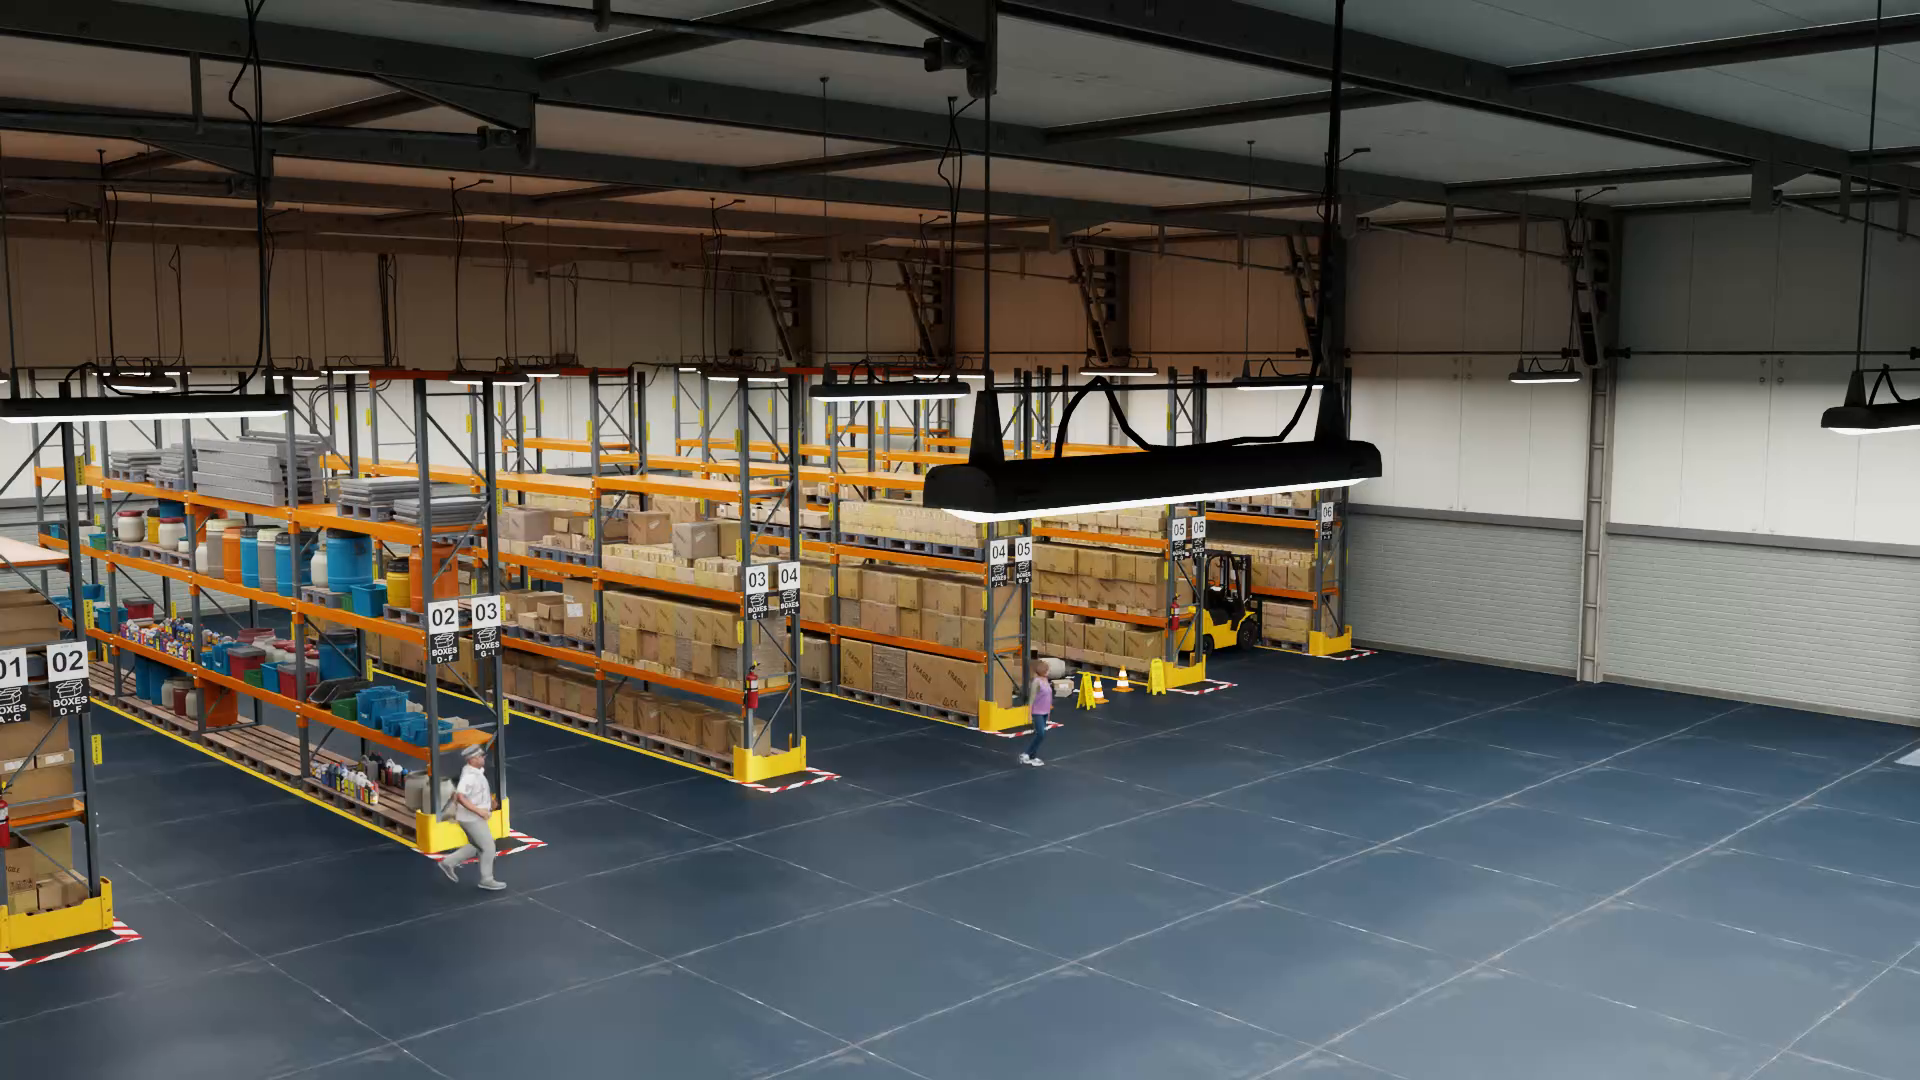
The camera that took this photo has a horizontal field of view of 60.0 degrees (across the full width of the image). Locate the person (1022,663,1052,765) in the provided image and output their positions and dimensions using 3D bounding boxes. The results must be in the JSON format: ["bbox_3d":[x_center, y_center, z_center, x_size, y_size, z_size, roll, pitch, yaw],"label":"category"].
[{"bbox_3d":[1.174,2.664,25.455,0.404,1.587,0.500,3,7,28],"label":"person"}]

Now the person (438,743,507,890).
[{"bbox_3d":[-5.752,3.262,19.555,0.759,1.778,0.679,-2,7,-15],"label":"person"}]
